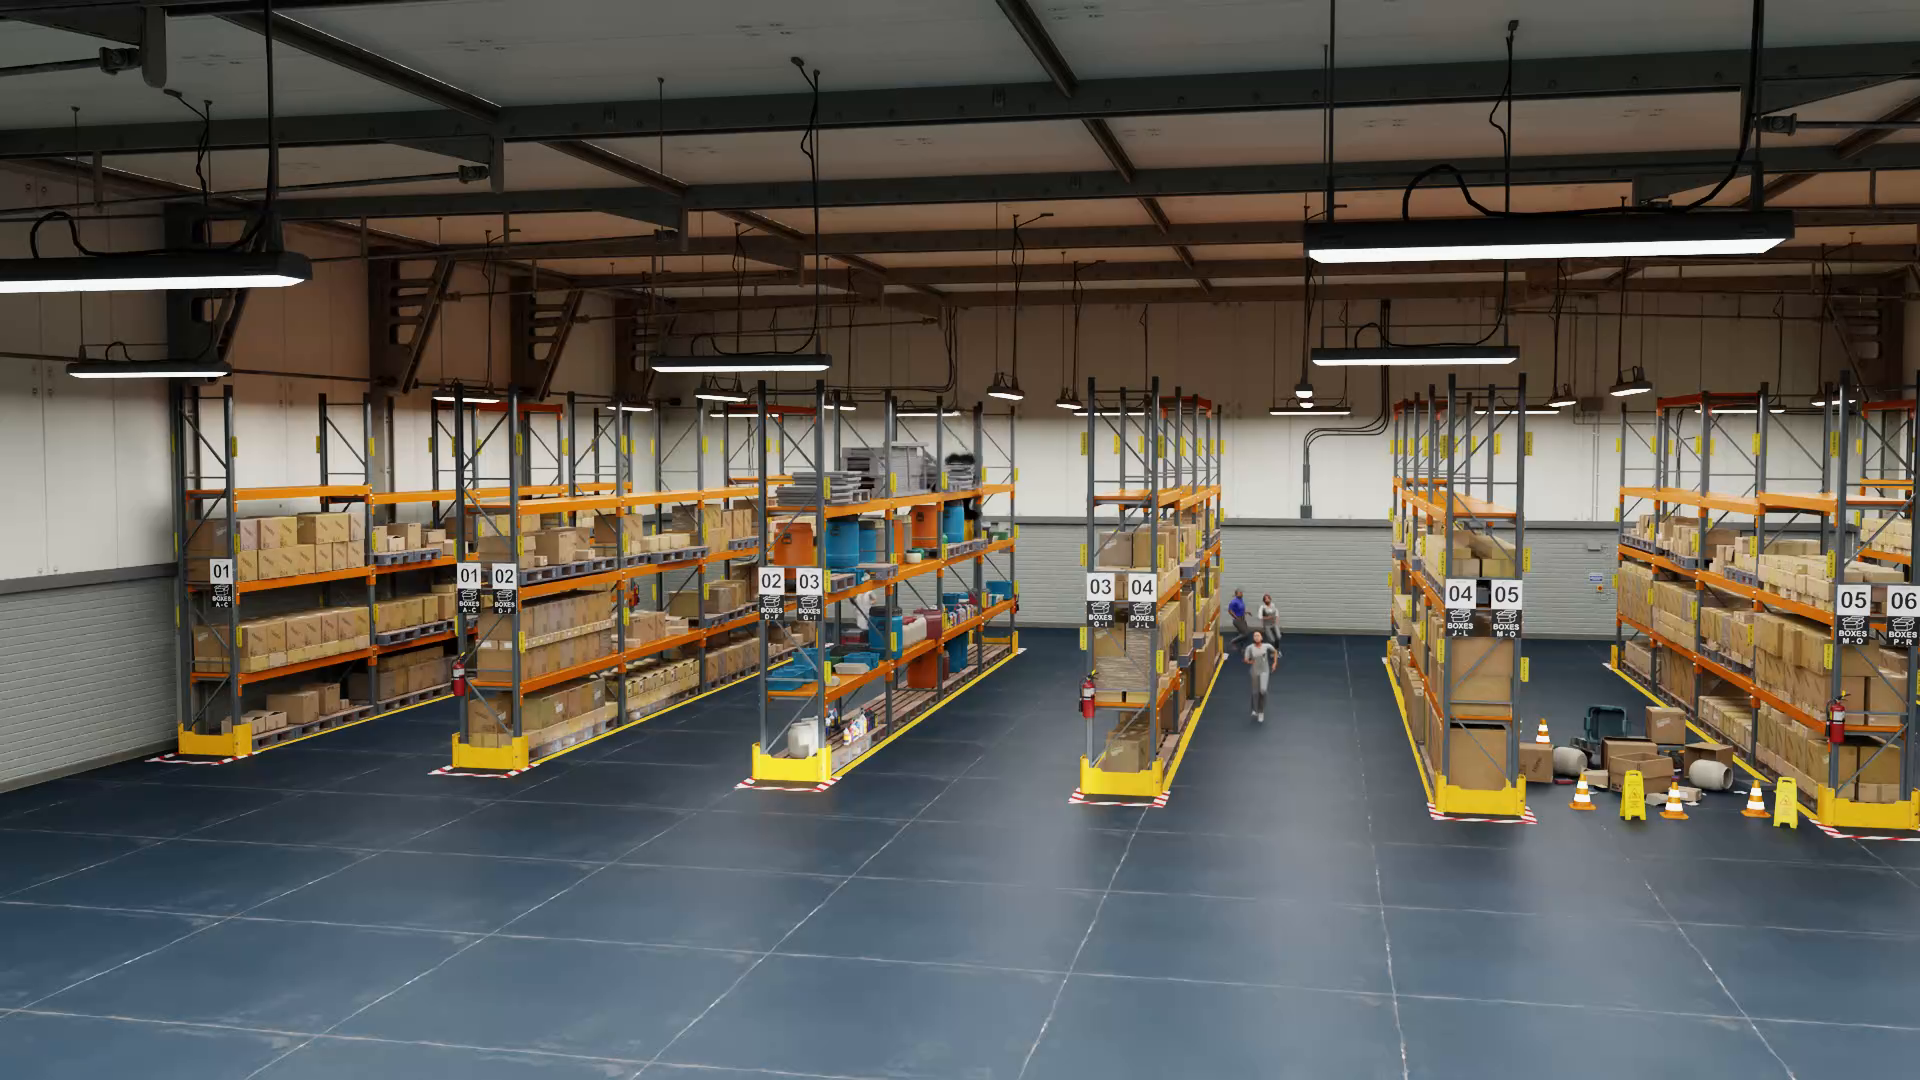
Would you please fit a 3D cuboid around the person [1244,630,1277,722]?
[{"bbox_3d":[5.481,2.467,30.362,0.573,1.668,0.859,1,3,16],"label":"person"}]

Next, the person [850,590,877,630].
[{"bbox_3d":[-2.348,1.836,40.588,0.658,1.826,0.852,0,3,-6],"label":"person"}]

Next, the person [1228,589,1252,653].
[{"bbox_3d":[6.785,1.965,40.287,0.527,1.585,0.580,2,4,31],"label":"person"}]

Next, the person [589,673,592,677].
[{"bbox_3d":[-7.788,2.297,33.836,0.618,1.648,0.719,1,3,15],"label":"person"}]

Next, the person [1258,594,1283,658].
[{"bbox_3d":[7.302,2.032,39.181,0.599,1.525,0.576,0,3,-8],"label":"person"}]
